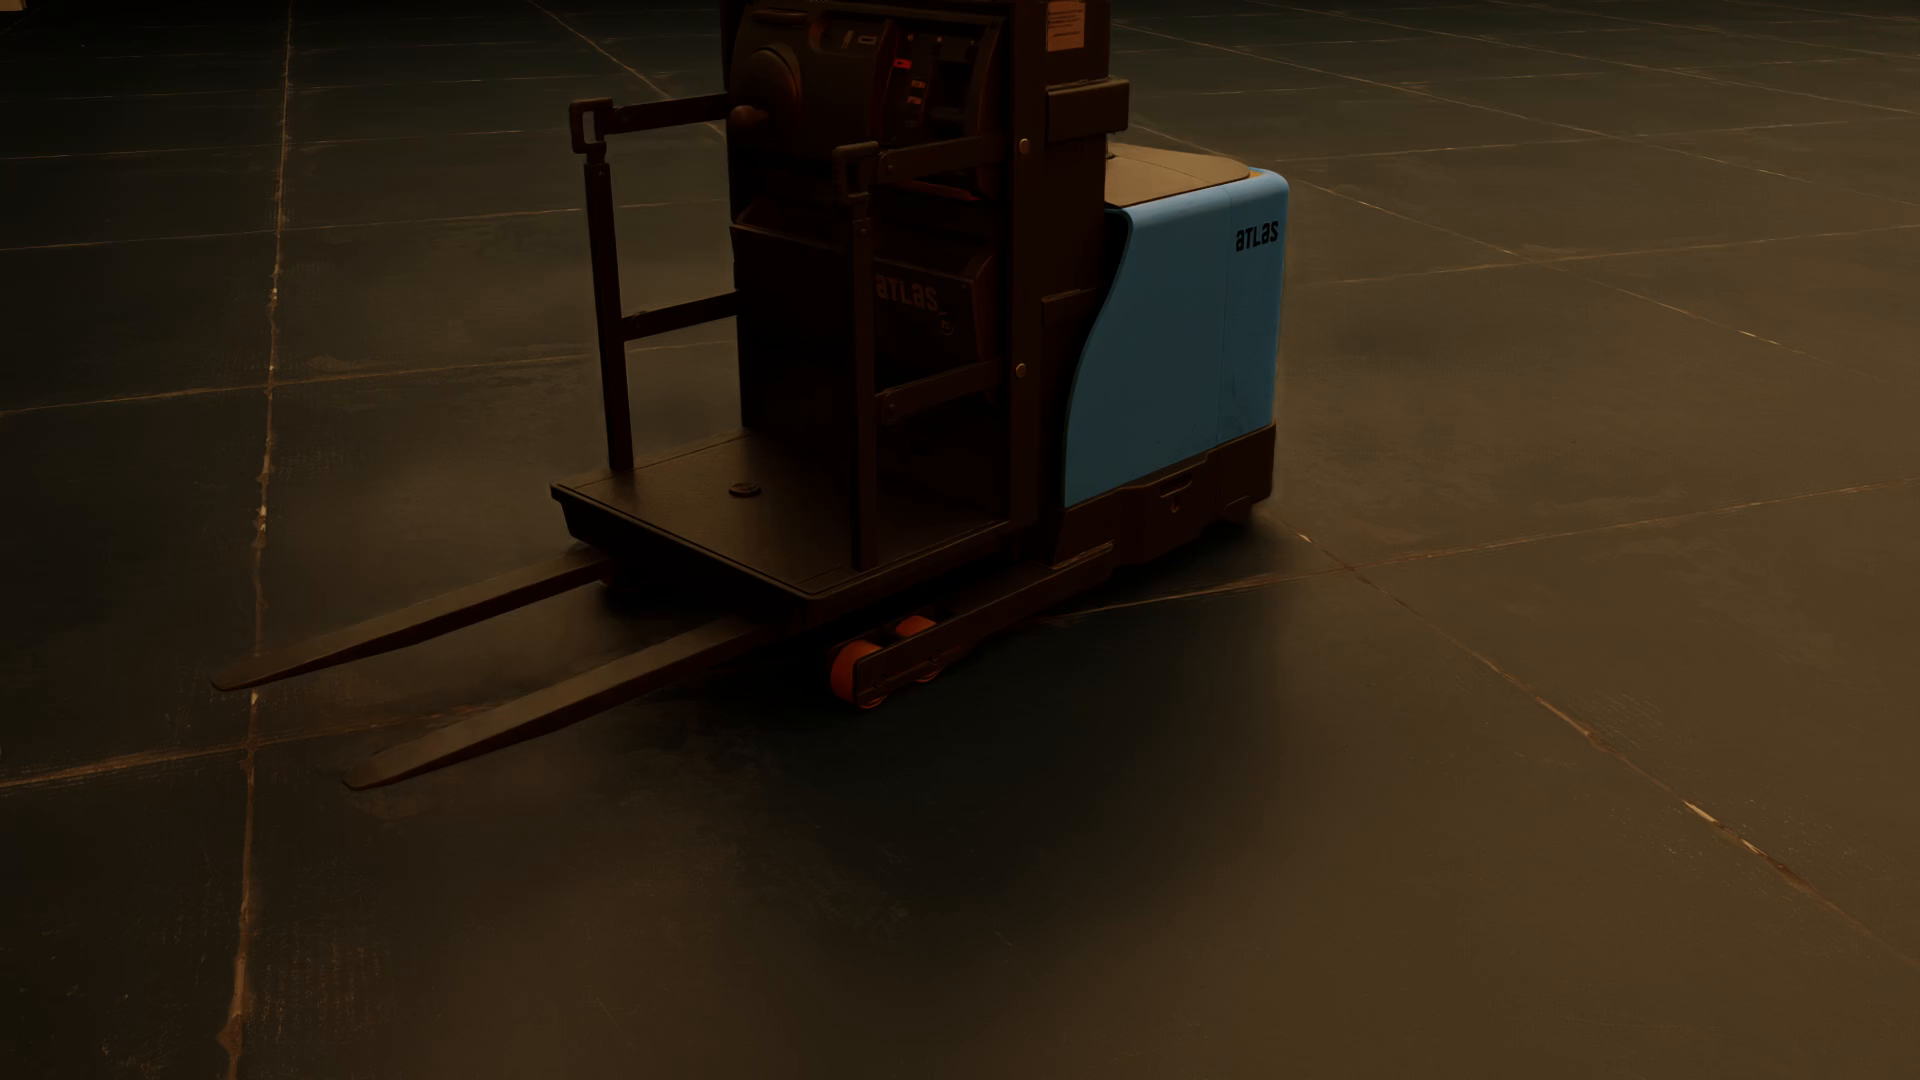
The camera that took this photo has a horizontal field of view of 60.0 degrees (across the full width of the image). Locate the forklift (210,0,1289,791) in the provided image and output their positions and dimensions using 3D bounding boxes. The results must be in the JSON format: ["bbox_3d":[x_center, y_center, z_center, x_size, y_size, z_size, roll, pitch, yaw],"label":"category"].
[{"bbox_3d":[-0.401,-1.160,4.056,1.130,2.935,3.031,20,30,40],"label":"forklift"}]
